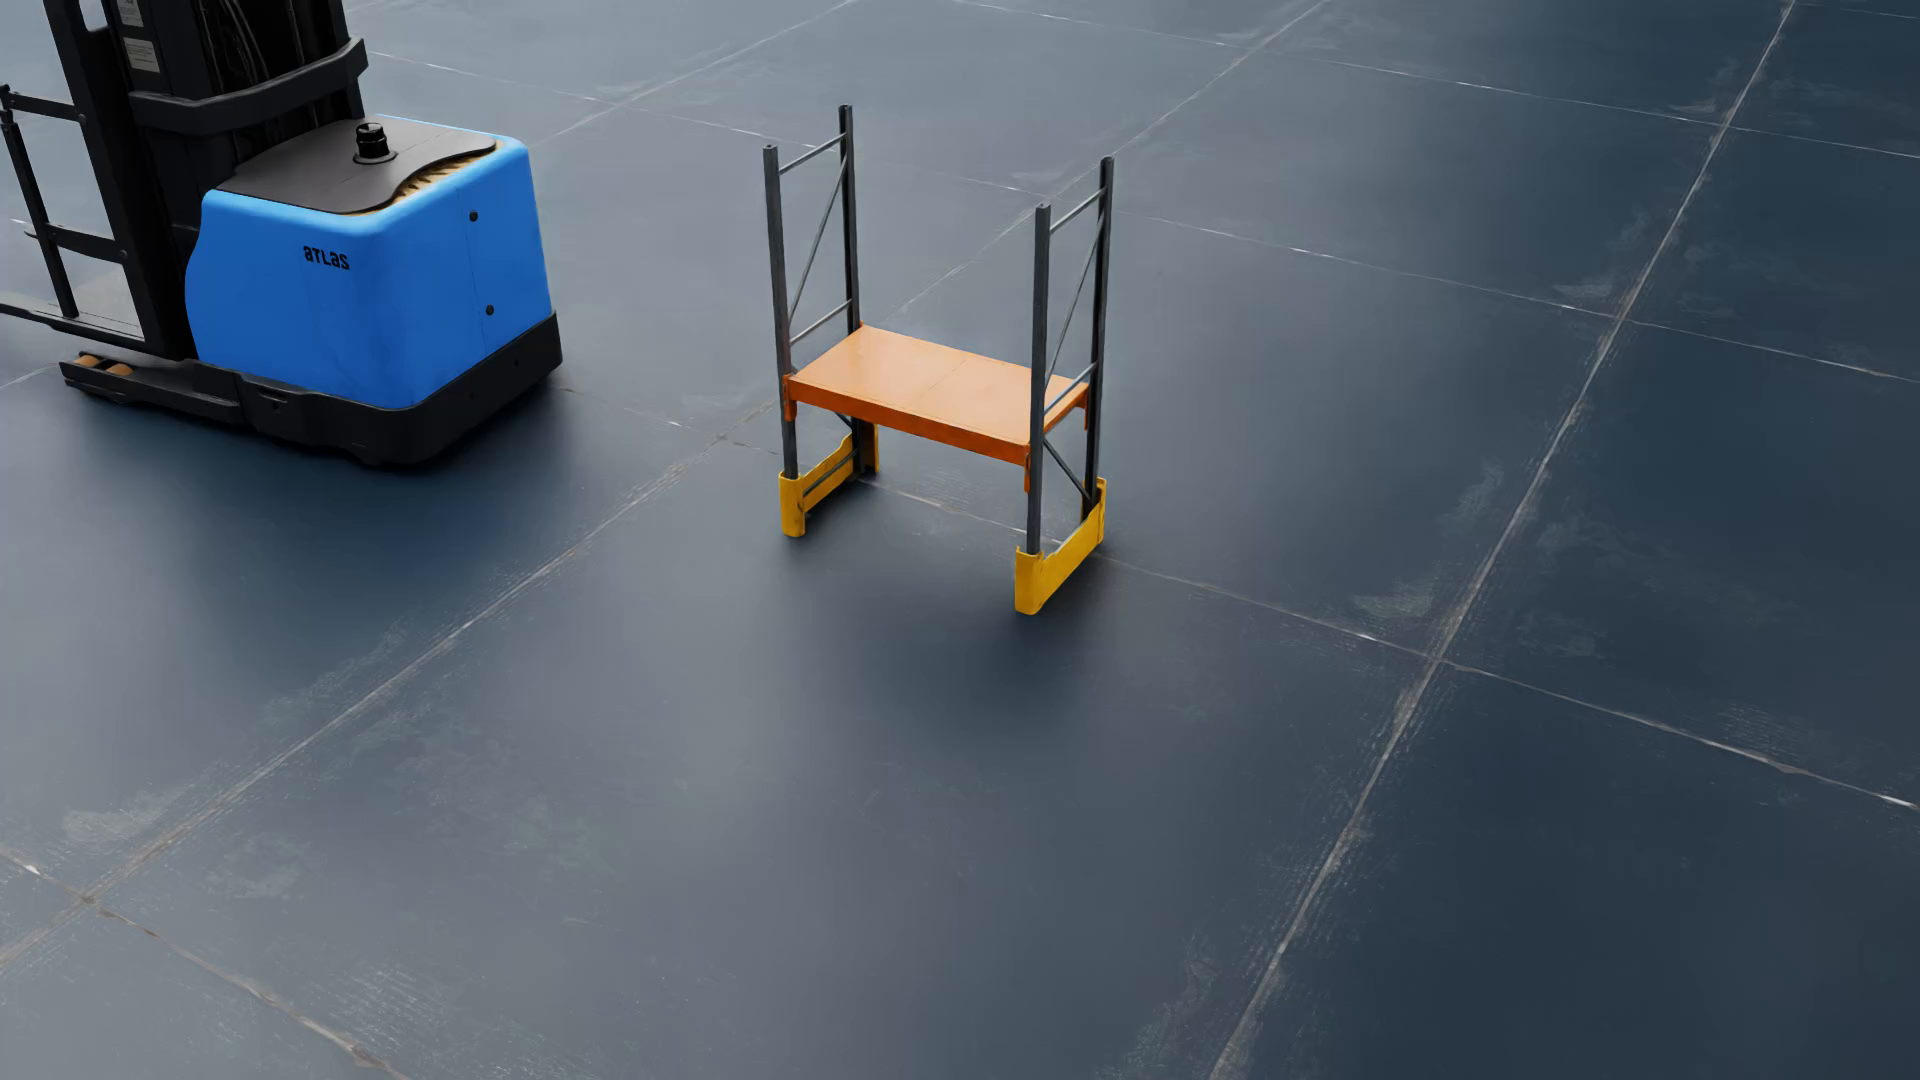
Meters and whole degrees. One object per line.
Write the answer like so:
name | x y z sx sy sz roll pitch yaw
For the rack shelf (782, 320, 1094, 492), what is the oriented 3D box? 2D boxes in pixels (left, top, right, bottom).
rack shelf | -0.074 -0.498 5.969 1.000 0.185 0.538 18 37 24

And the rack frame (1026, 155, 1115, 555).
rack frame | 0.367 -0.508 5.660 0.032 1.500 0.500 18 37 24

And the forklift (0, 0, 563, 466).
forklift | -3.304 -2.054 6.690 3.031 2.935 1.130 14 36 20

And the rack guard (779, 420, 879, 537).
rack guard | -0.499 -0.262 6.418 0.087 0.250 0.587 18 37 24

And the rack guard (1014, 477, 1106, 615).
rack guard | 0.366 0.012 6.007 0.087 0.250 0.587 18 37 24

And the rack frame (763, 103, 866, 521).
rack frame | -0.515 -0.788 6.079 0.032 1.500 0.500 18 37 24

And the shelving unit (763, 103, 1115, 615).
shelving unit | -0.066 -0.645 5.866 1.083 1.500 0.587 18 37 24
